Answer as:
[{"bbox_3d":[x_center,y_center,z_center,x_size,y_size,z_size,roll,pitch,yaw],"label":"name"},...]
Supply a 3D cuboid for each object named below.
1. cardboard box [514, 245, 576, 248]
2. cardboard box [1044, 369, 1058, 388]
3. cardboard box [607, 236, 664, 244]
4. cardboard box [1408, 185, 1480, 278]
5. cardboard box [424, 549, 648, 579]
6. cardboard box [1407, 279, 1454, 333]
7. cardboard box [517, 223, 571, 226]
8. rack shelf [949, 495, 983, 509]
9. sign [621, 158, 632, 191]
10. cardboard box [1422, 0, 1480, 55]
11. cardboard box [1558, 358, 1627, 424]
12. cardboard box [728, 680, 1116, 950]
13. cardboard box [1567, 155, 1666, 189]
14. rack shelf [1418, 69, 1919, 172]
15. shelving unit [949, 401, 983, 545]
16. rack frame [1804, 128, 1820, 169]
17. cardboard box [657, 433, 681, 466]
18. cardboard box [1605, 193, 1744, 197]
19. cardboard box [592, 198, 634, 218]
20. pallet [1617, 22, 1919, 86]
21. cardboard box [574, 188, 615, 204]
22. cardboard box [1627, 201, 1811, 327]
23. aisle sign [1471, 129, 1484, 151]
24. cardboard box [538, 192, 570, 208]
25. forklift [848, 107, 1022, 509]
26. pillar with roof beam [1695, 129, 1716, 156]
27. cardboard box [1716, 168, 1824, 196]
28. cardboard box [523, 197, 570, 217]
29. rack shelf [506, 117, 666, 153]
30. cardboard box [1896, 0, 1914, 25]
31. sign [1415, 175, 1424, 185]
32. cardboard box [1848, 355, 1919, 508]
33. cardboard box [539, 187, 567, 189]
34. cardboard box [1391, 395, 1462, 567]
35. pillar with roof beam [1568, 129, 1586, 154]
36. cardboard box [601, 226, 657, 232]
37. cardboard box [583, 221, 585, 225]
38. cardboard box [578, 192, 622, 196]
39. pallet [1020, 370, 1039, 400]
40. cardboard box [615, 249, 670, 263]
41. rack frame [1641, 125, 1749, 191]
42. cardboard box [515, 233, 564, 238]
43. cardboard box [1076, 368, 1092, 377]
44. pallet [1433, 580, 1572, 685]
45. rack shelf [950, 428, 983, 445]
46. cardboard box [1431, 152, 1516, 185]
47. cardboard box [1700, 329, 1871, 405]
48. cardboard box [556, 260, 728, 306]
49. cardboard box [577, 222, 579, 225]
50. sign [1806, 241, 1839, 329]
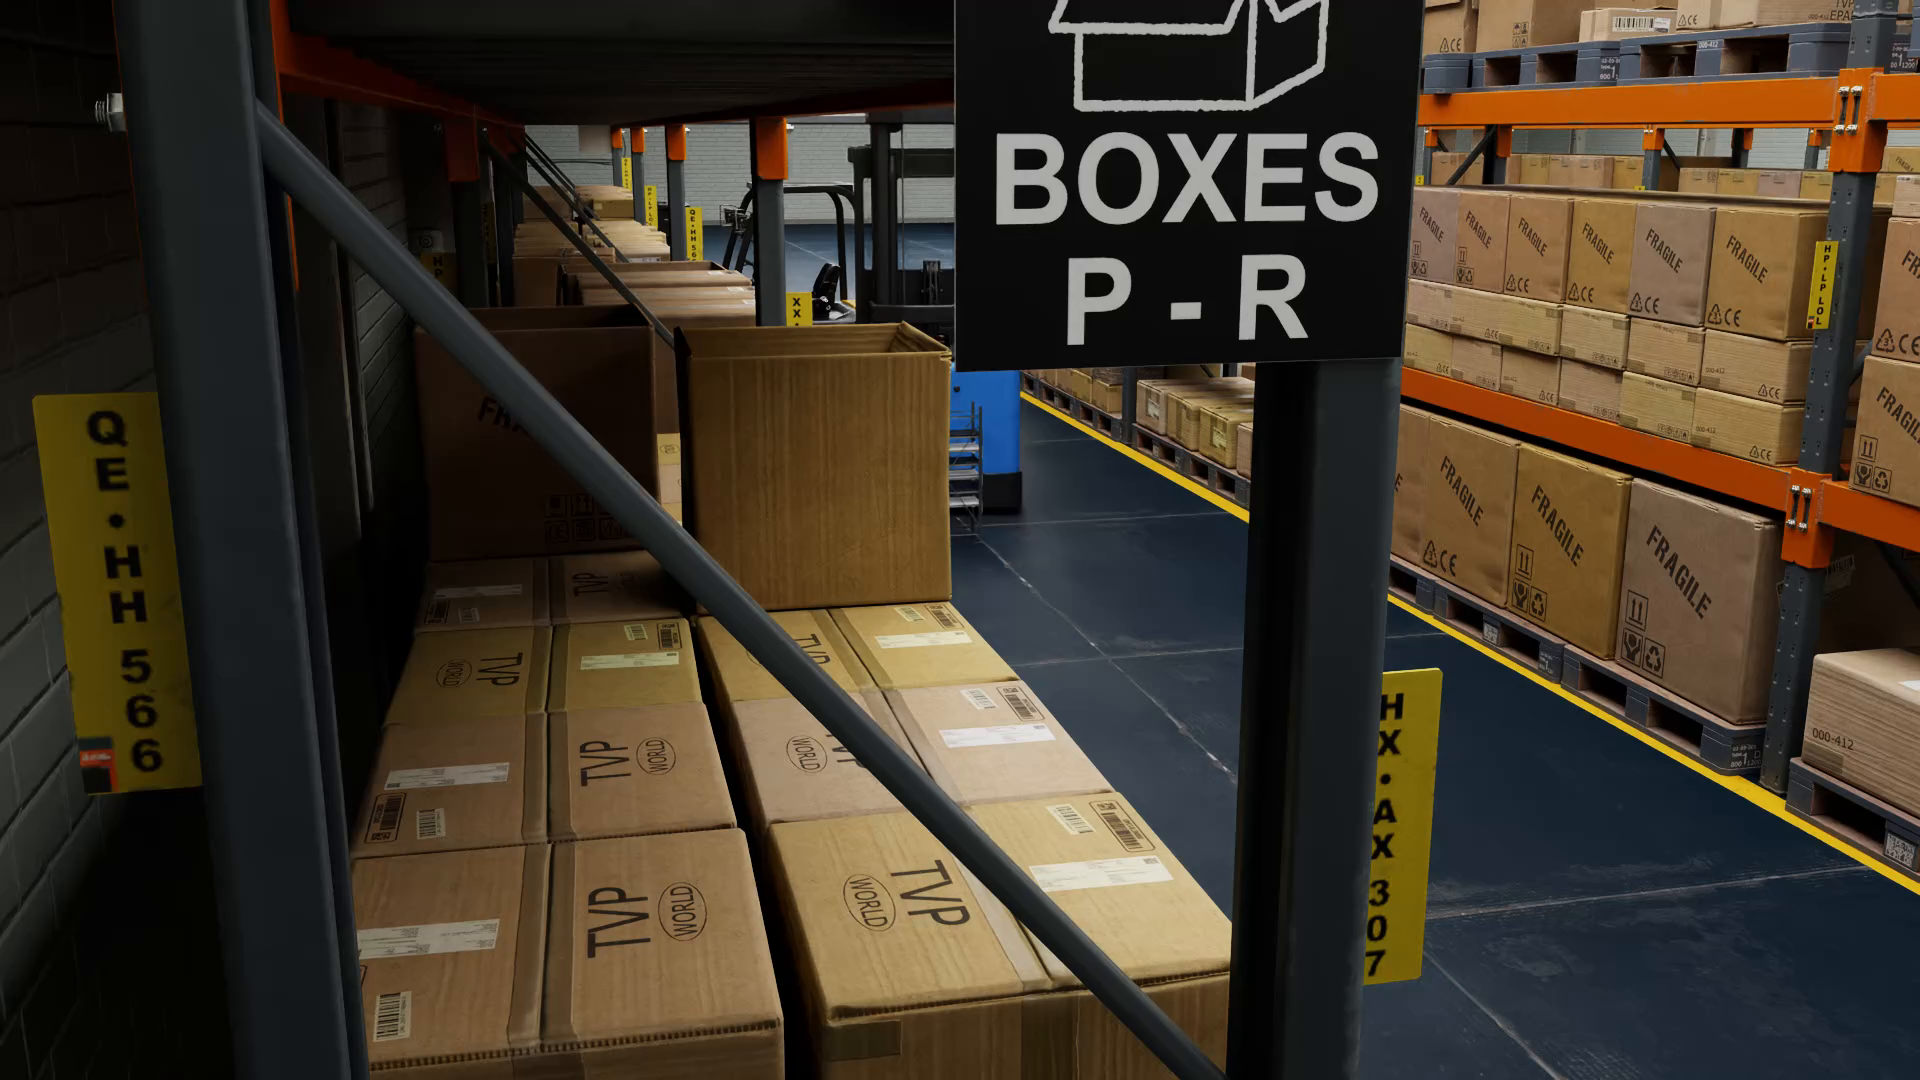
[{"bbox_3d":[-2.438,-1.656,9.806,0.380,0.149,0.250,-3,14,-13],"label":"cardboard box"},{"bbox_3d":[1.126,-1.657,16.299,0.500,0.250,0.500,-2,14,-9],"label":"cardboard box"},{"bbox_3d":[-2.095,-1.862,10.649,0.380,0.149,0.250,-3,14,-12],"label":"cardboard box"},{"bbox_3d":[2.709,-1.795,9.638,0.500,0.500,0.500,-4,14,-15],"label":"cardboard box"},{"bbox_3d":[-0.956,0.104,3.870,0.500,0.250,0.500,-3,14,-12],"label":"cardboard box"},{"bbox_3d":[2.830,-1.308,9.225,0.500,0.250,0.500,-3,14,-12],"label":"cardboard box"},{"bbox_3d":[-3.047,-2.239,12.196,0.380,0.149,0.250,-4,14,-15],"label":"cardboard box"},{"bbox_3d":[0.002,-0.228,10.863,0.258,0.077,0.200,-3,14,-13],"label":"rack shelf"},{"bbox_3d":[-3.341,-3.661,16.653,0.100,0.325,0.005,-3,14,-13],"label":"sign"},{"bbox_3d":[3.066,-3.021,9.550,0.797,0.503,0.637,-4,14,-17],"label":"cardboard box"},{"bbox_3d":[3.201,-0.717,7.858,0.500,0.250,0.500,-4,14,-15],"label":"cardboard box"},{"bbox_3d":[-0.078,0.427,2.548,0.500,0.250,0.500,-3,14,-13],"label":"cardboard box"},{"bbox_3d":[6.384,-3.415,15.994,0.875,0.550,0.550,-3,14,-13],"label":"cardboard box"},{"bbox_3d":[3.301,-2.035,8.130,1.077,0.370,4.000,-3,14,-13],"label":"rack shelf"},{"bbox_3d":[0.002,-0.435,10.813,0.258,0.900,0.210,-3,14,-13],"label":"shelving unit"},{"bbox_3d":[10.585,-3.786,20.105,1.000,3.000,0.127,-3,14,-13],"label":"rack frame"},{"bbox_3d":[-0.697,-0.156,4.934,0.500,0.250,0.500,-3,14,-12],"label":"cardboard box"},{"bbox_3d":[3.557,-1.468,8.298,0.500,0.500,0.500,-4,14,-14],"label":"cardboard box"},{"bbox_3d":[-2.719,-2.632,13.175,0.380,0.149,0.250,-3,14,-12],"label":"cardboard box"},{"bbox_3d":[3.507,-2.039,7.034,0.805,0.209,1.217,-4,14,-15],"label":"pallet"},{"bbox_3d":[-3.421,-3.218,15.575,0.380,0.149,0.250,-3,14,-13],"label":"cardboard box"},{"bbox_3d":[3.293,-1.208,7.234,0.500,0.500,0.500,-3,14,-12],"label":"cardboard box"},{"bbox_3d":[6.015,-4.829,18.895,0.394,0.787,0.004,-3,14,-13],"label":"aisle sign"},{"bbox_3d":[-3.600,-2.956,14.502,0.380,0.149,0.250,-3,14,-12],"label":"cardboard box"},{"bbox_3d":[-0.266,-1.925,12.630,1.130,2.935,3.031,-2,14,-7],"label":"forklift"},{"bbox_3d":[16.213,-12.712,43.999,9.100,9.000,0.548,-3,14,-13],"label":"pillar with roof beam"},{"bbox_3d":[6.924,-2.912,14.208,0.700,0.500,0.500,-4,14,-14],"label":"cardboard box"},{"bbox_3d":[-3.320,-2.659,13.285,0.380,0.149,0.250,-4,14,-15],"label":"cardboard box"},{"bbox_3d":[-2.463,-2.680,10.772,1.077,0.370,4.000,-3,14,-13],"label":"rack shelf"},{"bbox_3d":[3.993,-2.196,6.675,0.396,0.266,0.258,-3,14,-14],"label":"cardboard box"},{"bbox_3d":[5.199,-3.963,18.835,0.100,0.325,0.005,-3,14,-13],"label":"sign"},{"bbox_3d":[3.626,-0.391,5.998,0.500,0.500,0.500,-3,14,-11],"label":"cardboard box"},{"bbox_3d":[-3.896,-3.253,15.717,0.380,0.149,0.250,-3,14,-12],"label":"cardboard box"},{"bbox_3d":[2.912,-0.396,9.821,0.875,0.875,0.875,-3,14,-14],"label":"cardboard box"},{"bbox_3d":[14.804,-14.096,49.665,9.100,9.000,0.548,-3,14,-13],"label":"pillar with roof beam"},{"bbox_3d":[-2.361,-2.160,11.869,0.380,0.149,0.250,-4,14,-15],"label":"cardboard box"},{"bbox_3d":[-2.902,-2.604,13.687,0.380,0.149,0.250,-3,14,-13],"label":"cardboard box"},{"bbox_3d":[-3.099,-2.925,14.374,0.380,0.149,0.250,-3,14,-13],"label":"cardboard box"},{"bbox_3d":[1.126,-1.672,17.328,1.003,0.211,1.213,-3,14,-13],"label":"pallet"},{"bbox_3d":[-1.782,-1.564,9.433,0.380,0.149,0.250,-3,14,-12],"label":"cardboard box"},{"bbox_3d":[6.679,-2.610,15.291,1.000,3.000,0.127,-3,14,-13],"label":"rack frame"},{"bbox_3d":[-2.746,-1.950,11.011,0.380,0.149,0.250,-3,14,-13],"label":"cardboard box"},{"bbox_3d":[1.370,-1.782,15.231,0.500,0.500,0.500,-3,14,-12],"label":"cardboard box"},{"bbox_3d":[3.226,0.433,8.709,1.003,0.211,1.213,-3,14,-13],"label":"pallet"},{"bbox_3d":[0.002,-0.665,10.756,0.258,0.077,0.200,-3,14,-13],"label":"rack shelf"},{"bbox_3d":[5.789,-4.043,18.563,0.875,0.550,0.550,-3,14,-13],"label":"cardboard box"},{"bbox_3d":[3.430,-0.724,6.832,0.500,0.250,0.500,-3,14,-13],"label":"cardboard box"},{"bbox_3d":[-1.430,-0.999,7.592,0.797,0.503,0.637,-4,14,-14],"label":"cardboard box"},{"bbox_3d":[-3.268,-2.668,15.315,0.500,0.500,0.500,-4,14,-14],"label":"cardboard box"},{"bbox_3d":[3.245,-0.957,6.252,0.100,0.325,0.005,-3,14,-13],"label":"sign"}]
